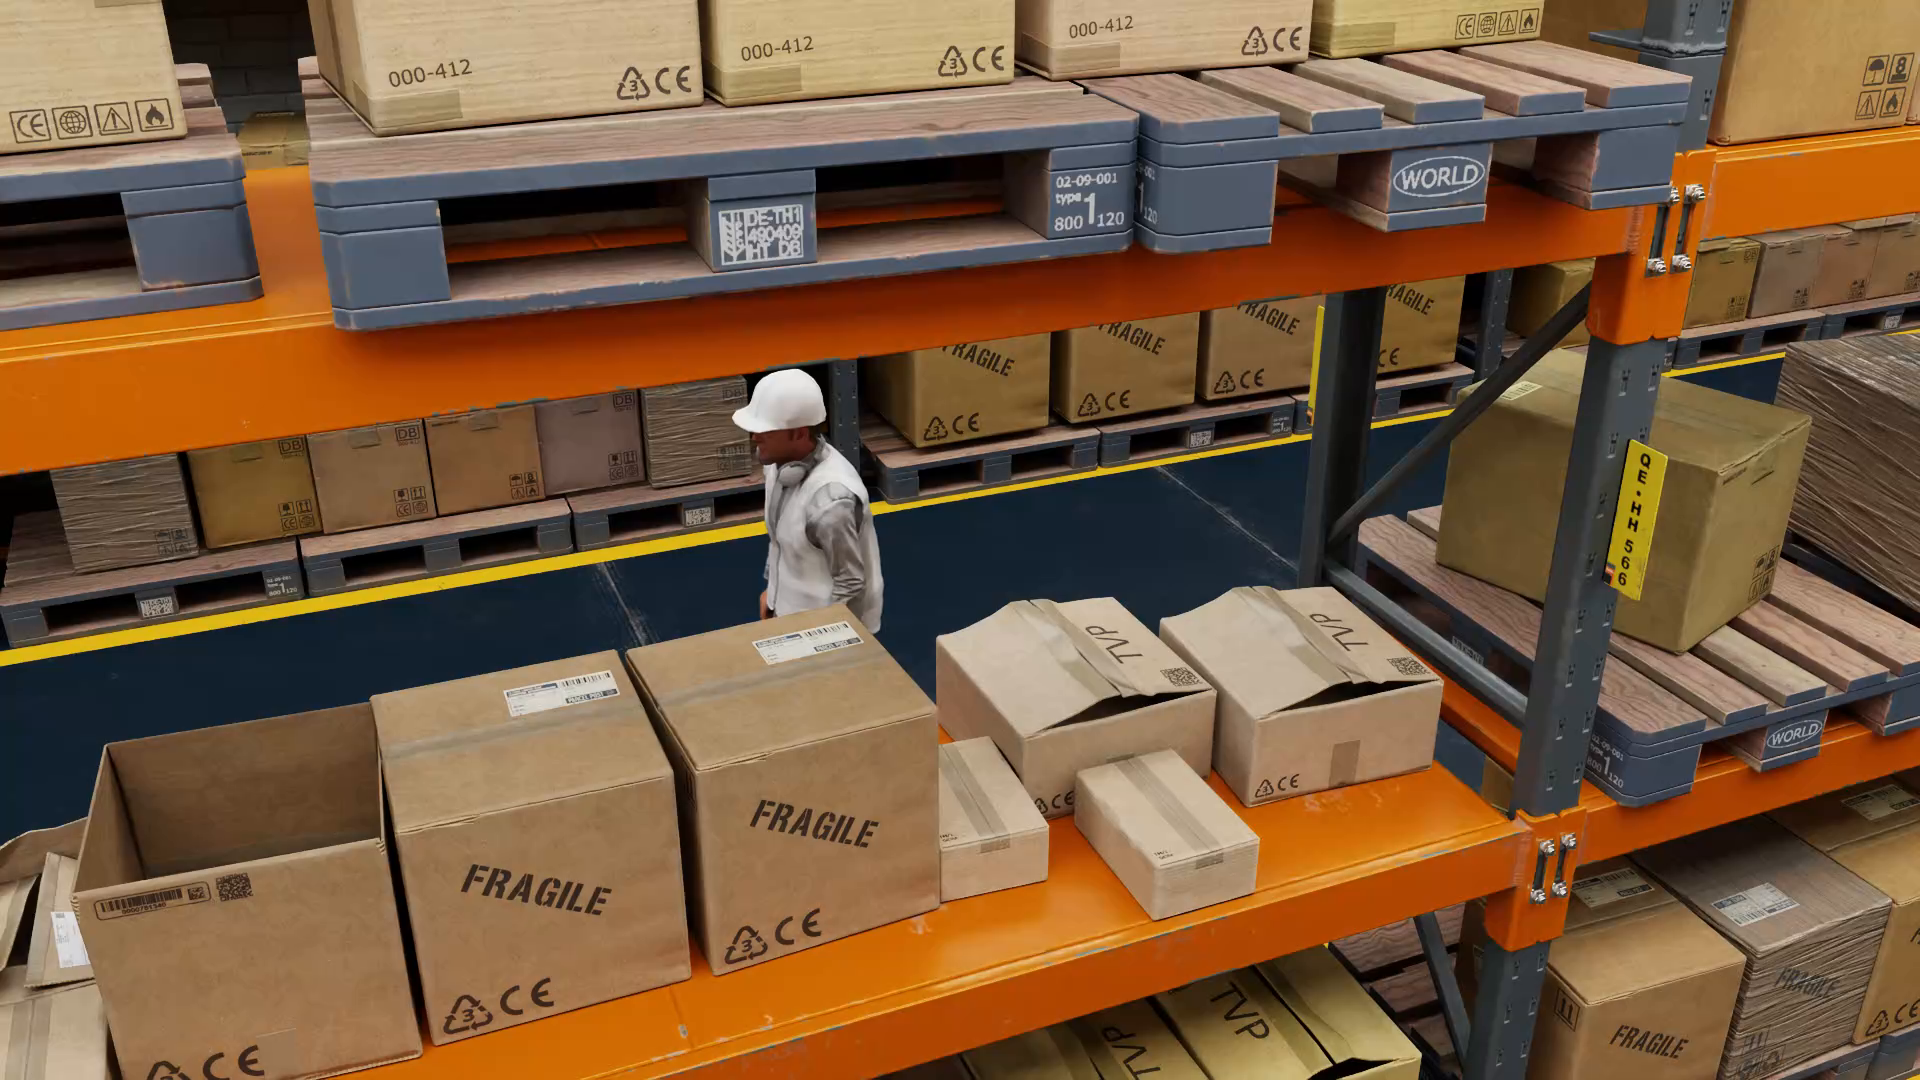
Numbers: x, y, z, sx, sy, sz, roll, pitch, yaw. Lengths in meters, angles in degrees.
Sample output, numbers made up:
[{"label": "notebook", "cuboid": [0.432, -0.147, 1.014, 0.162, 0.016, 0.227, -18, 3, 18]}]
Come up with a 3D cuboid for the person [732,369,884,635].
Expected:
[{"label": "person", "cuboid": [-0.497, 0.258, 5.545, 0.458, 1.773, 0.594, -12, 28, -23]}]
